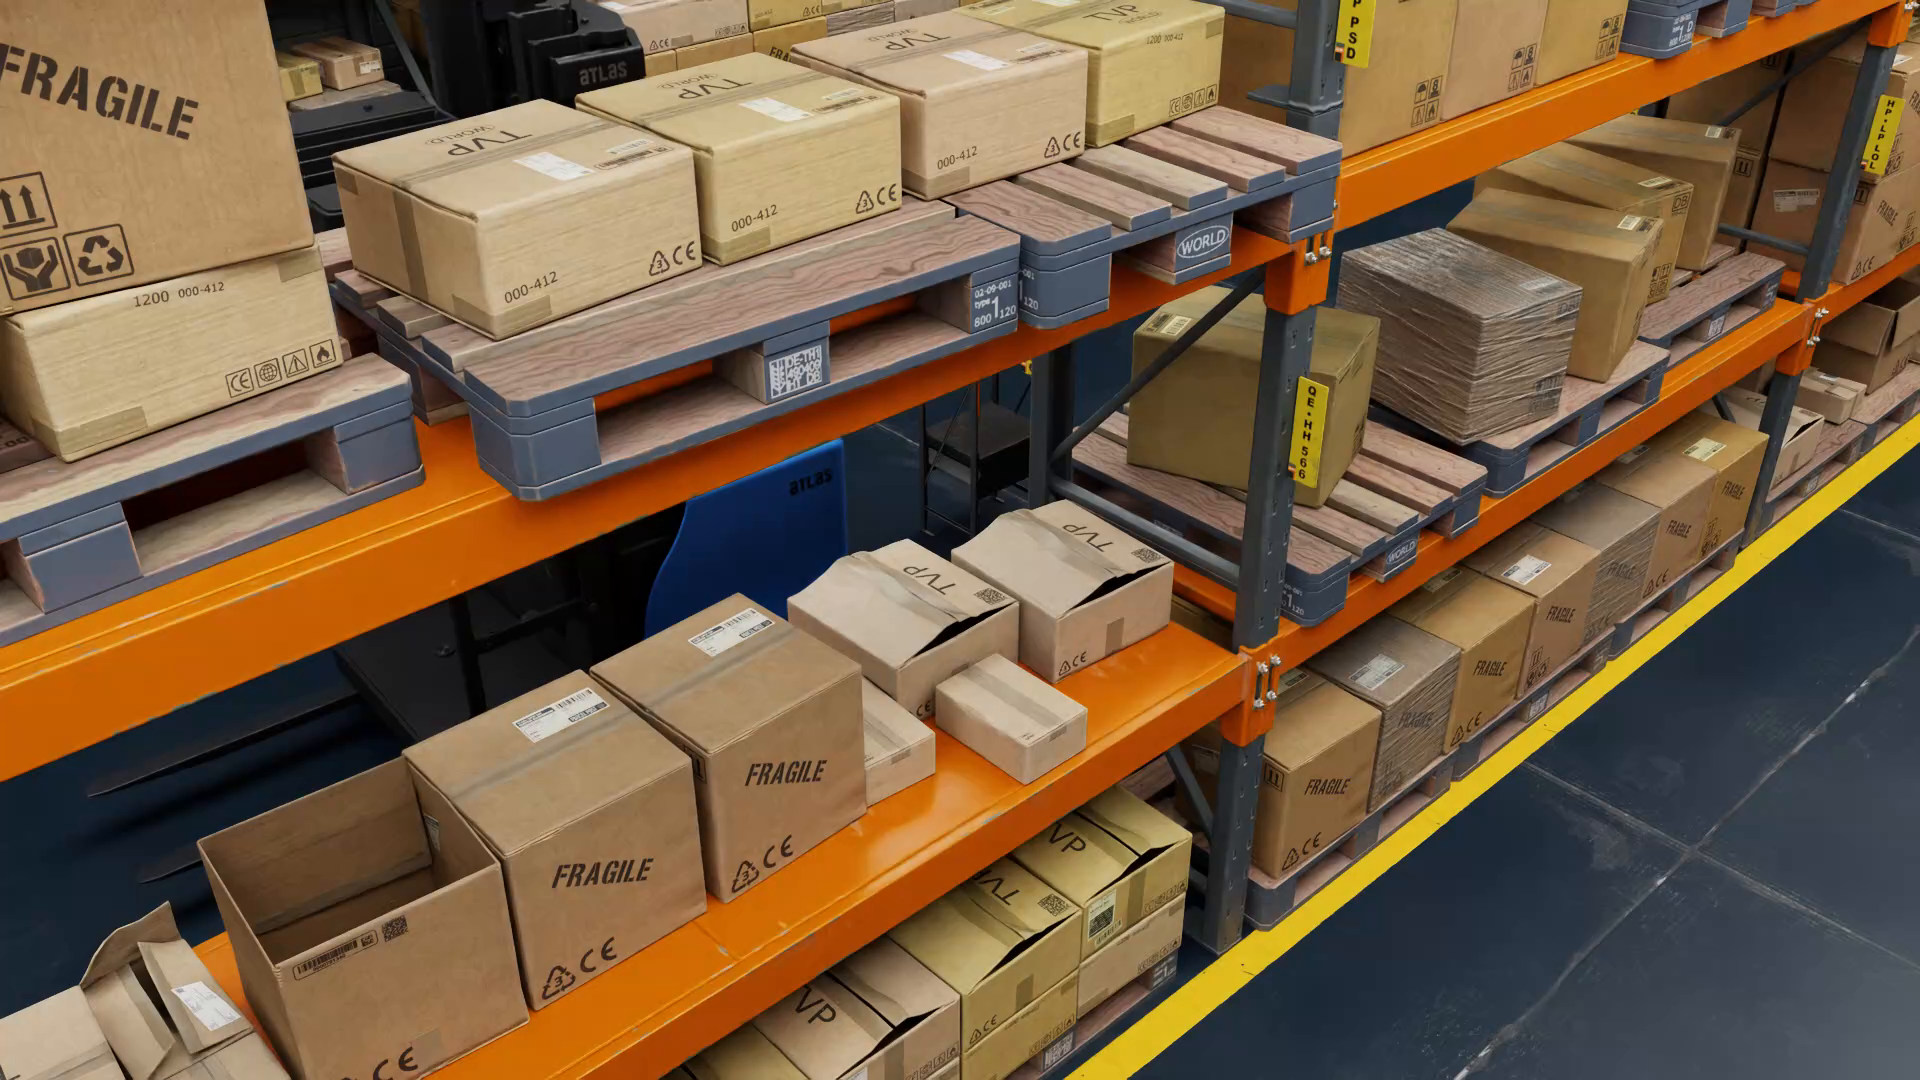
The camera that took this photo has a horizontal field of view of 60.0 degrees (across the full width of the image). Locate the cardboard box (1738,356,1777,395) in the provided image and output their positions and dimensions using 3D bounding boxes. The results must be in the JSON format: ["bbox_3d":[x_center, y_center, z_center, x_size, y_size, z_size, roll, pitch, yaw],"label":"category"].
[{"bbox_3d":[4.324,-1.059,9.262,0.500,0.311,0.500,-26,40,-35],"label":"cardboard box"}]

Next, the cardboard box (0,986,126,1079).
[{"bbox_3d":[-1.985,1.269,3.444,0.500,0.250,0.500,-23,38,-33],"label":"cardboard box"}]

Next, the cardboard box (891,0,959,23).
[{"bbox_3d":[-0.356,-3.069,9.993,0.500,0.500,0.500,-25,40,-35],"label":"cardboard box"}]

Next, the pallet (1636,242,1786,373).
[{"bbox_3d":[2.889,-1.118,7.387,1.213,0.211,1.003,-26,40,-35],"label":"pallet"}]

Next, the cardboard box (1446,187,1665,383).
[{"bbox_3d":[2.296,-1.013,6.533,0.700,0.500,0.500,18,36,27],"label":"cardboard box"}]

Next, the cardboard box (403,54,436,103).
[{"bbox_3d":[-2.587,-2.363,8.839,0.500,0.500,0.500,-26,40,-35],"label":"cardboard box"}]

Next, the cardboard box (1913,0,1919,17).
[{"bbox_3d":[4.842,-2.336,8.140,0.500,0.500,0.500,-27,41,-37],"label":"cardboard box"}]

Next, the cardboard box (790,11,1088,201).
[{"bbox_3d":[-0.050,-1.043,3.945,0.500,0.250,0.500,-25,39,-34],"label":"cardboard box"}]

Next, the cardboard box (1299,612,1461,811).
[{"bbox_3d":[1.525,0.616,6.342,0.500,0.500,0.500,-27,41,-37],"label":"cardboard box"}]

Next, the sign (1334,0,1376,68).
[{"bbox_3d":[0.988,-1.342,4.122,0.005,0.325,0.100,-26,40,-35],"label":"sign"}]

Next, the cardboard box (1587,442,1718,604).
[{"bbox_3d":[3.014,-0.106,7.523,0.500,0.500,0.500,-26,40,-35],"label":"cardboard box"}]

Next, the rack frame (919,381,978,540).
[{"bbox_3d":[-0.058,-0.868,7.657,0.015,2.100,0.400,-26,40,-35],"label":"rack frame"}]

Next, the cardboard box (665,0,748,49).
[{"bbox_3d":[-1.489,-2.847,8.911,0.500,0.250,0.500,-26,40,-35],"label":"cardboard box"}]

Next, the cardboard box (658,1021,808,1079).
[{"bbox_3d":[-0.718,1.553,4.530,0.500,0.311,0.500,-25,39,-34],"label":"cardboard box"}]

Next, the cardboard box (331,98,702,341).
[{"bbox_3d":[-0.873,-0.654,3.310,0.500,0.250,0.500,25,40,35],"label":"cardboard box"}]

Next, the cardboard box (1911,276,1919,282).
[{"bbox_3d":[5.893,-1.443,10.029,0.250,0.166,0.380,-26,40,-35],"label":"cardboard box"}]

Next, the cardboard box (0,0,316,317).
[{"bbox_3d":[-1.436,-0.733,2.721,0.500,0.500,0.500,-22,38,-31],"label":"cardboard box"}]

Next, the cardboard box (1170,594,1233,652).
[{"bbox_3d":[1.143,0.434,6.639,0.500,0.500,0.500,-24,39,-34],"label":"cardboard box"}]

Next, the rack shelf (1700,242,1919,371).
[{"bbox_3d":[5.016,-1.844,9.080,4.000,0.370,1.077,-26,40,-35],"label":"rack shelf"}]

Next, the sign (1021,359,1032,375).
[{"bbox_3d":[0.241,-0.687,5.465,0.005,0.325,0.100,-26,40,-35],"label":"sign"}]

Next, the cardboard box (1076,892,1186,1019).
[{"bbox_3d":[0.396,1.251,5.562,0.500,0.250,0.500,-25,39,-34],"label":"cardboard box"}]

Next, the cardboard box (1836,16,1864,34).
[{"bbox_3d":[4.118,-2.372,8.200,0.500,0.500,0.500,-27,40,-36],"label":"cardboard box"}]

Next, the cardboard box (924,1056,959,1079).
[{"bbox_3d":[-0.350,1.612,4.971,0.500,0.250,0.500,-25,39,-34],"label":"cardboard box"}]

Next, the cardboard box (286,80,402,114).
[{"bbox_3d":[-3.092,-1.976,8.089,0.700,0.500,0.500,24,39,34],"label":"cardboard box"}]

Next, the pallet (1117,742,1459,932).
[{"bbox_3d":[1.190,0.916,6.549,1.213,0.211,1.003,-26,40,-35],"label":"pallet"}]

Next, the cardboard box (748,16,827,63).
[{"bbox_3d":[-1.093,-2.715,9.414,0.500,0.500,0.500,-25,39,-34],"label":"cardboard box"}]

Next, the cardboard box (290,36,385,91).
[{"bbox_3d":[-2.987,-2.290,7.980,0.380,0.149,0.250,23,38,33],"label":"cardboard box"}]

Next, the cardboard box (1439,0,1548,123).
[{"bbox_3d":[1.287,-1.694,5.174,0.500,0.500,0.910,-26,40,-35],"label":"cardboard box"}]

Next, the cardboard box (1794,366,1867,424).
[{"bbox_3d":[4.632,-0.797,8.973,0.250,0.166,0.380,-26,40,-35],"label":"cardboard box"}]

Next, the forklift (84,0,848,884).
[{"bbox_3d":[-1.931,-0.488,6.239,3.031,2.935,1.130,-23,38,-33],"label":"forklift"}]

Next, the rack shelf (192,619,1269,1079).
[{"bbox_3d":[-0.850,0.993,4.440,4.000,0.370,1.077,-26,40,-35],"label":"rack shelf"}]

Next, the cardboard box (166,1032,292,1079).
[{"bbox_3d":[-1.528,1.267,3.544,0.250,0.149,0.380,-26,40,-35],"label":"cardboard box"}]

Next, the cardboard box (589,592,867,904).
[{"bbox_3d":[-0.603,0.536,4.403,0.500,0.500,0.500,27,40,36],"label":"cardboard box"}]

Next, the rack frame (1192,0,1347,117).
[{"bbox_3d":[0.616,-2.582,3.847,0.127,3.000,1.000,-26,40,-35],"label":"rack frame"}]

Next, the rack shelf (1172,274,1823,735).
[{"bbox_3d":[2.083,-0.425,6.760,4.000,0.370,1.077,-26,40,-35],"label":"rack shelf"}]

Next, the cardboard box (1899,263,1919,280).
[{"bbox_3d":[5.524,-1.613,10.227,0.500,0.250,0.500,-26,40,-35],"label":"cardboard box"}]

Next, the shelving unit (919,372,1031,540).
[{"bbox_3d":[0.121,-0.955,7.798,0.503,2.100,0.431,-26,40,-35],"label":"shelving unit"}]

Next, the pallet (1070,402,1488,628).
[{"bbox_3d":[1.066,-0.208,5.899,1.003,0.211,1.213,-26,40,-35],"label":"pallet"}]

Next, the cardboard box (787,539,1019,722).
[{"bbox_3d":[-0.171,0.258,5.038,0.500,0.311,0.500,-26,40,-36],"label":"cardboard box"}]

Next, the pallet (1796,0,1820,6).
[{"bbox_3d":[3.024,-2.437,6.665,1.003,0.211,1.213,-26,40,-35],"label":"pallet"}]

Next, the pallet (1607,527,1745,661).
[{"bbox_3d":[2.979,0.051,7.964,1.213,0.211,1.003,-26,40,-35],"label":"pallet"}]

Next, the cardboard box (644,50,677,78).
[{"bbox_3d":[-1.834,-2.351,8.820,0.500,0.500,0.500,-24,39,-34],"label":"cardboard box"}]

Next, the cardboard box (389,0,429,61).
[{"bbox_3d":[-2.598,-2.675,8.630,0.500,0.250,0.500,-25,39,-34],"label":"cardboard box"}]

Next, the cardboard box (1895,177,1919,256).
[{"bbox_3d":[4.482,-1.744,8.131,0.500,0.500,0.500,-25,39,-35],"label":"cardboard box"}]

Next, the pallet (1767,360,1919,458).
[{"bbox_3d":[4.949,-0.930,9.569,1.213,0.211,1.003,-26,40,-35],"label":"pallet"}]

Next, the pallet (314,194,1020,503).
[{"bbox_3d":[-0.638,-0.549,3.579,1.213,0.211,1.003,-24,39,-33],"label":"pallet"}]

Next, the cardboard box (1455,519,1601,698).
[{"bbox_3d":[2.275,0.253,6.936,0.500,0.500,0.500,-27,41,-37],"label":"cardboard box"}]

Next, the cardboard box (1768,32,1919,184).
[{"bbox_3d":[4.086,-1.970,7.543,0.500,0.500,0.500,-25,39,-34],"label":"cardboard box"}]

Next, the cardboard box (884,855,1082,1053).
[{"bbox_3d":[0.023,1.199,5.110,0.500,0.311,0.500,-27,40,-36],"label":"cardboard box"}]

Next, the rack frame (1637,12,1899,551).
[{"bbox_3d":[3.550,-1.442,7.732,0.127,3.000,1.000,-26,40,-35],"label":"rack frame"}]

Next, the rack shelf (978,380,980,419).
[{"bbox_3d":[0.121,-0.943,7.805,0.480,0.518,0.431,-26,40,-35],"label":"rack shelf"}]

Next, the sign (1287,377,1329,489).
[{"bbox_3d":[0.996,-0.306,4.765,0.005,0.325,0.100,-26,40,-35],"label":"sign"}]

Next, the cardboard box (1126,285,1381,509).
[{"bbox_3d":[1.002,-0.511,5.712,0.700,0.500,0.500,15,35,23],"label":"cardboard box"}]

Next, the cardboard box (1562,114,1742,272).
[{"bbox_3d":[3.050,-1.581,7.462,0.700,0.500,0.500,15,35,23],"label":"cardboard box"}]

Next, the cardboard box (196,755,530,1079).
[{"bbox_3d":[-1.356,0.900,3.807,0.500,0.500,0.500,-23,38,-32],"label":"cardboard box"}]
